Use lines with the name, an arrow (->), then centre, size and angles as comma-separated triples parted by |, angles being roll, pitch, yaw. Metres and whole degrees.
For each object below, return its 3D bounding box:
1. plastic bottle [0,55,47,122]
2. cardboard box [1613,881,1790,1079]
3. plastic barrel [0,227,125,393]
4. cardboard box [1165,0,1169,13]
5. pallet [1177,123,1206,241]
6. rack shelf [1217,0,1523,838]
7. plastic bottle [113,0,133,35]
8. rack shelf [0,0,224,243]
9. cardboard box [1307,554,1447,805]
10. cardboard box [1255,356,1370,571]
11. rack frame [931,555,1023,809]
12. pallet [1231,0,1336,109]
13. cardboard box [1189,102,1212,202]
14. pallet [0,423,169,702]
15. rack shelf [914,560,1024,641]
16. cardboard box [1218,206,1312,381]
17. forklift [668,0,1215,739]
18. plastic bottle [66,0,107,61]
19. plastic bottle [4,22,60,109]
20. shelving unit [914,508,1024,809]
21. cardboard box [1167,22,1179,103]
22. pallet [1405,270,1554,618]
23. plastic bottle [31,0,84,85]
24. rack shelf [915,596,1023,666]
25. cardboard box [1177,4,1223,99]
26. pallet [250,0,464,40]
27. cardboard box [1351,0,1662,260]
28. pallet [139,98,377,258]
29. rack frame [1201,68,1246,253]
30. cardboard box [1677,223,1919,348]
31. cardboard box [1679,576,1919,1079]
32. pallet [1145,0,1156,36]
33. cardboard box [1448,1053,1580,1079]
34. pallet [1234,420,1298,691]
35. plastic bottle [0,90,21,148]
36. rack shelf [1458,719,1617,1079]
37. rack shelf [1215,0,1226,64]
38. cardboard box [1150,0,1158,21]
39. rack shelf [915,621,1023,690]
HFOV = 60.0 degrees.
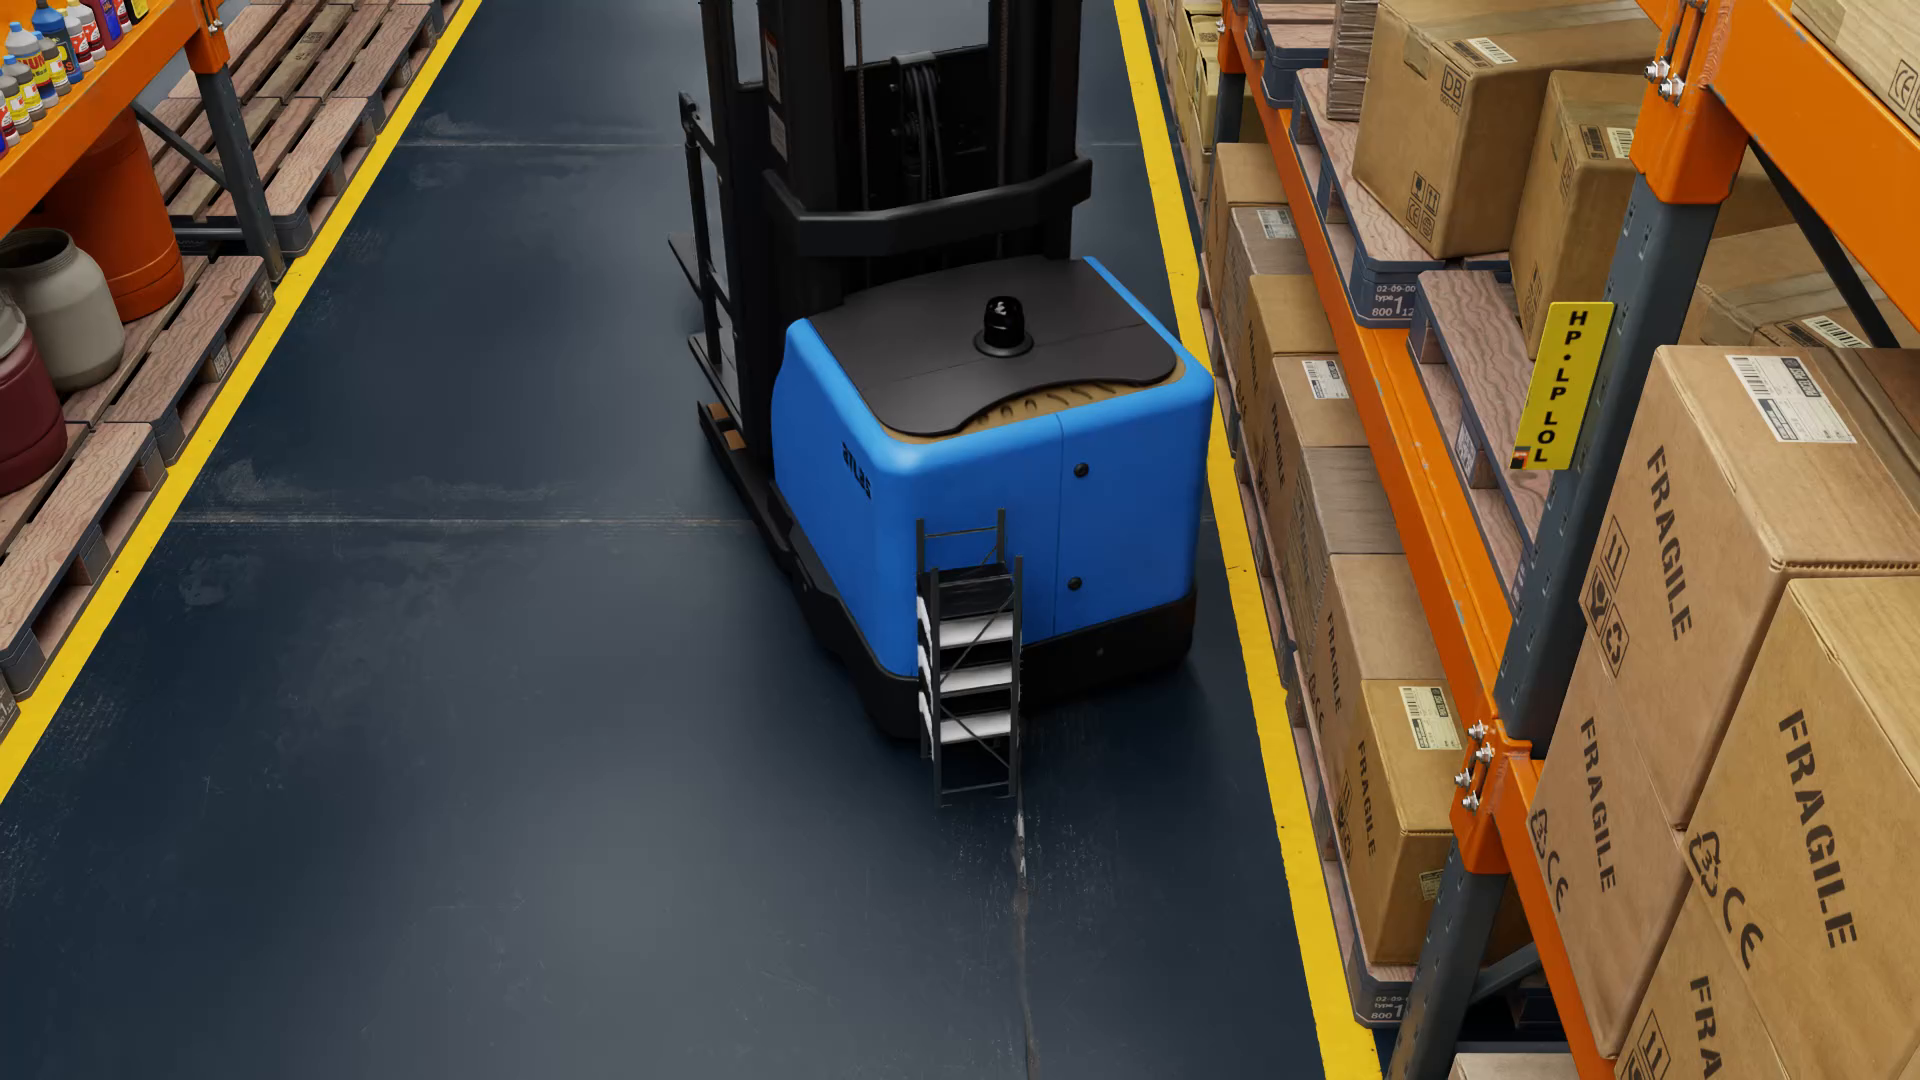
plastic bottle -> -3.006, -1.449, 5.318 | 0.097, 0.201, 0.097 | 0, 39, 0
cardboard box -> 1.274, 0.801, 2.272 | 0.500, 0.500, 0.500 | 1, 39, 1
plastic barrel -> -3.309, -0.834, 6.045 | 0.421, 0.512, 0.421 | 0, 39, 0
cardboard box -> 1.287, -2.892, 8.375 | 0.500, 0.311, 0.500 | 1, 39, 1
pallet -> 1.575, -1.728, 7.737 | 1.003, 0.211, 1.213 | 0, 39, 0
rack shelf -> 1.539, -0.769, 4.887 | 1.077, 0.370, 4.000 | 0, 39, 0
plastic bottle -> -3.007, -1.897, 5.878 | 0.097, 0.201, 0.097 | 0, 39, 0
rack shelf -> -3.414, -0.768, 4.885 | 1.077, 0.370, 4.000 | 0, 39, 0
cardboard box -> 1.262, 0.387, 4.516 | 0.500, 0.500, 0.500 | 0, 39, 0
cardboard box -> 1.259, -0.245, 5.304 | 0.500, 0.500, 0.500 | -1, 39, -2
rack frame -> 0.044, 0.407, 4.523 | 0.240, 0.900, 0.006 | -7, 39, -9
pallet -> 1.608, -1.802, 5.754 | 1.213, 0.211, 1.003 | 0, 39, 0
cardboard box -> 1.293, -1.721, 7.361 | 0.500, 0.250, 0.500 | 1, 39, 1
pallet -> -3.375, 0.043, 5.528 | 1.003, 0.211, 1.213 | 0, 39, 0
rack shelf -> 0.023, 0.160, 4.453 | 0.258, 0.077, 0.200 | -7, 39, -9
cardboard box -> 1.258, -0.885, 6.103 | 0.500, 0.500, 0.500 | -1, 39, -2
forklift -> -0.320, -1.478, 5.251 | 1.130, 2.935, 3.031 | -15, 41, -18
plastic bottle -> -3.007, -1.753, 5.698 | 0.097, 0.201, 0.097 | 0, 39, 0
plastic bottle -> -3.007, -1.537, 5.372 | 0.097, 0.271, 0.097 | 0, 39, 0
shelving unit -> 0.023, 0.344, 4.601 | 0.258, 0.900, 0.210 | -7, 39, -9
cardboard box -> 1.291, -2.357, 8.156 | 0.500, 0.250, 0.500 | 1, 39, 1
pallet -> 1.650, -0.224, 3.785 | 1.003, 0.211, 1.213 | 0, 39, 0
plastic bottle -> -3.007, -1.659, 5.524 | 0.097, 0.271, 0.097 | 0, 39, 0
rack shelf -> 0.023, 0.230, 4.509 | 0.258, 0.077, 0.200 | -7, 39, -9
cardboard box -> 1.283, -2.263, 7.590 | 0.500, 0.311, 0.500 | -1, 39, -1
pallet -> -3.381, -3.222, 9.602 | 1.003, 0.211, 1.213 | 0, 39, 0
cardboard box -> 1.478, -1.107, 4.317 | 0.700, 0.500, 0.500 | -9, 40, -11
pallet -> -3.378, -1.696, 7.697 | 1.003, 0.211, 1.213 | 0, 39, 0
rack frame -> 1.537, -2.301, 6.222 | 1.000, 3.000, 0.127 | 0, 39, 0
cardboard box -> 1.765, -0.299, 3.308 | 0.700, 0.500, 0.500 | -13, 40, -15
cardboard box -> 1.262, 0.389, 1.987 | 0.500, 0.500, 0.500 | -1, 39, -1
pallet -> 1.572, -3.253, 9.641 | 1.003, 0.211, 1.213 | 0, 39, 0
cardboard box -> 1.326, 1.341, 3.477 | 0.500, 0.311, 0.500 | 0, 39, 0
pallet -> 1.499, 0.015, 5.562 | 1.003, 0.211, 1.213 | 0, 39, 0
plastic bottle -> -3.006, -1.327, 5.166 | 0.097, 0.201, 0.097 | 0, 39, 0
rack shelf -> 1.544, 1.732, 1.765 | 1.077, 0.370, 4.000 | 0, 39, 0
rack shelf -> 1.535, -3.271, 8.008 | 1.077, 0.370, 4.000 | 0, 39, 0
cardboard box -> 1.288, -2.997, 8.954 | 0.500, 0.250, 0.500 | -1, 39, -1
rack shelf -> 0.023, 0.300, 4.565 | 0.258, 0.077, 0.200 | -7, 39, -9
